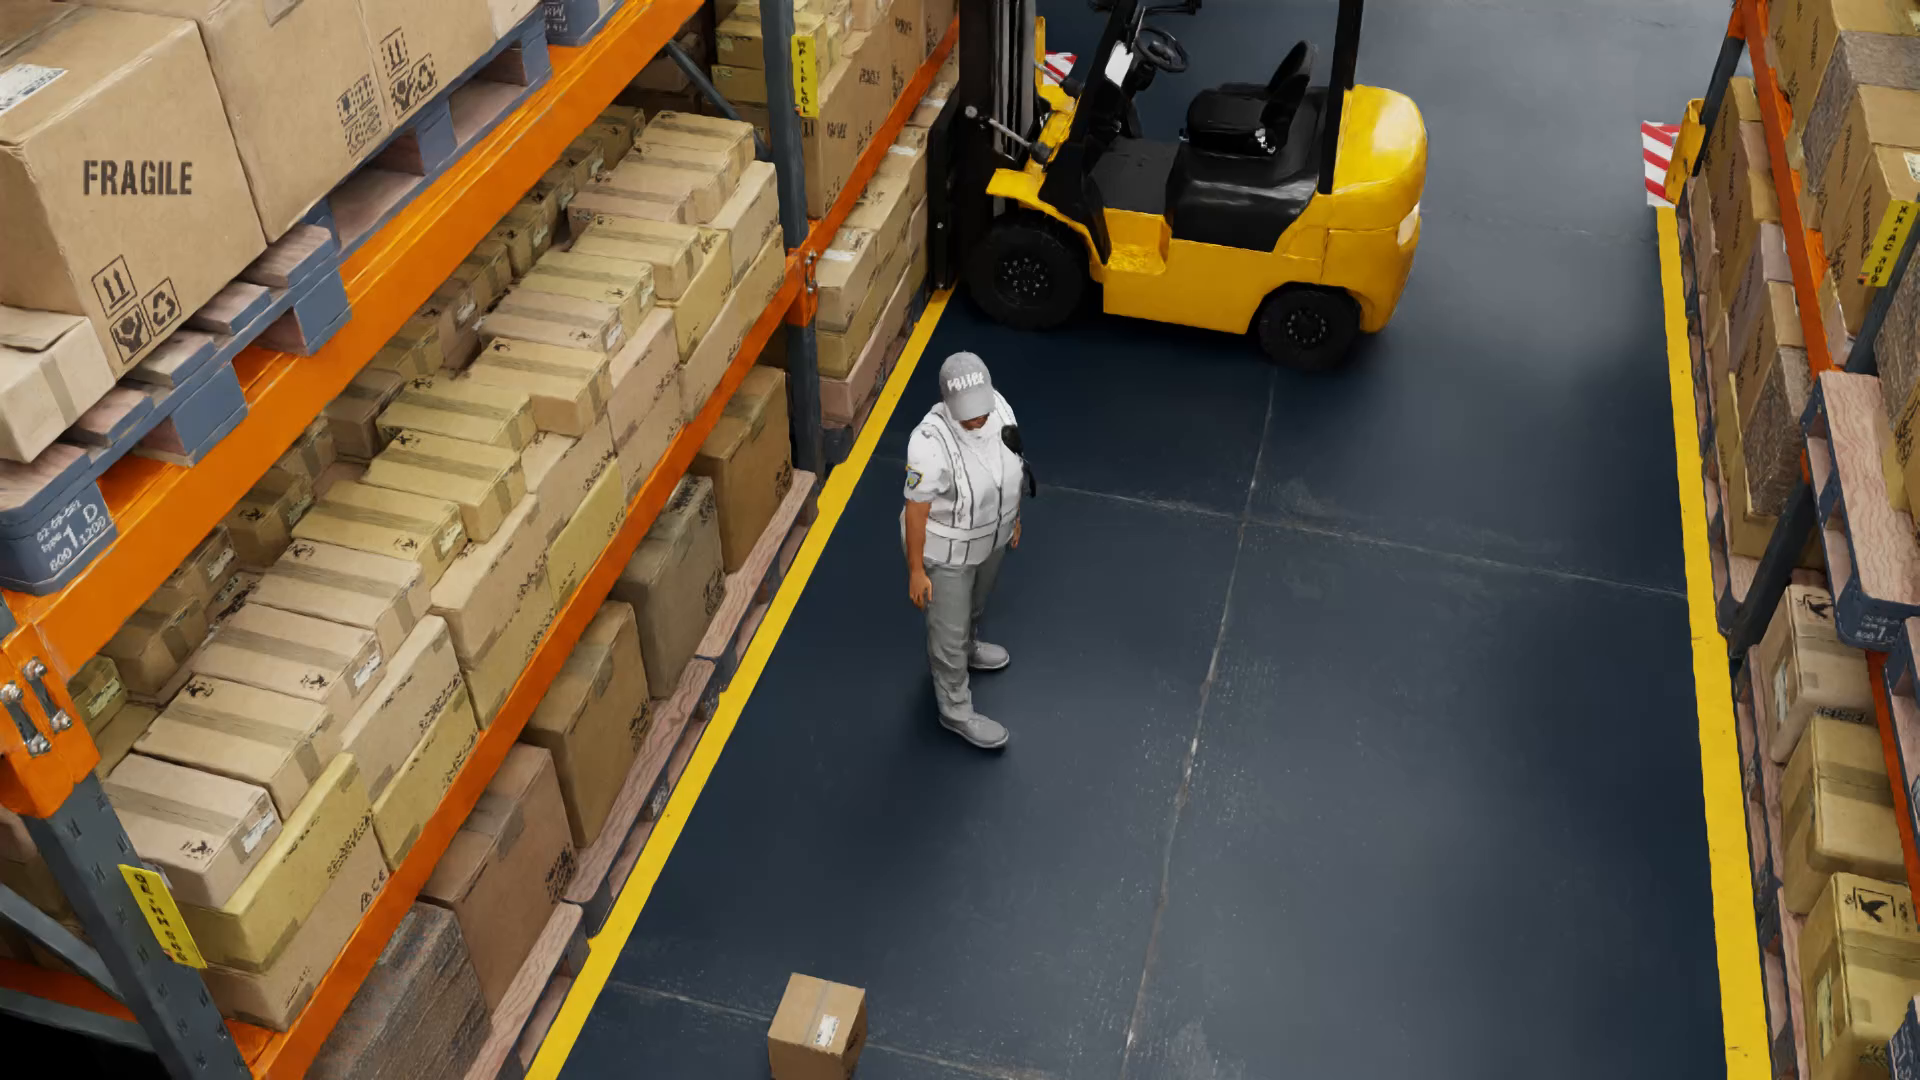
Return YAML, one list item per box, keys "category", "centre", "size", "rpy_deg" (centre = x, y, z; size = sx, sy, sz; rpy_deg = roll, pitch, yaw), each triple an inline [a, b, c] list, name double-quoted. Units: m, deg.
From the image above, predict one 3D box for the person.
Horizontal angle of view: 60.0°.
- category: "person"
  centre: [0.041, 0.019, 6.105]
  size: [0.547, 1.661, 0.583]
  rpy_deg: [30, 49, 30]
